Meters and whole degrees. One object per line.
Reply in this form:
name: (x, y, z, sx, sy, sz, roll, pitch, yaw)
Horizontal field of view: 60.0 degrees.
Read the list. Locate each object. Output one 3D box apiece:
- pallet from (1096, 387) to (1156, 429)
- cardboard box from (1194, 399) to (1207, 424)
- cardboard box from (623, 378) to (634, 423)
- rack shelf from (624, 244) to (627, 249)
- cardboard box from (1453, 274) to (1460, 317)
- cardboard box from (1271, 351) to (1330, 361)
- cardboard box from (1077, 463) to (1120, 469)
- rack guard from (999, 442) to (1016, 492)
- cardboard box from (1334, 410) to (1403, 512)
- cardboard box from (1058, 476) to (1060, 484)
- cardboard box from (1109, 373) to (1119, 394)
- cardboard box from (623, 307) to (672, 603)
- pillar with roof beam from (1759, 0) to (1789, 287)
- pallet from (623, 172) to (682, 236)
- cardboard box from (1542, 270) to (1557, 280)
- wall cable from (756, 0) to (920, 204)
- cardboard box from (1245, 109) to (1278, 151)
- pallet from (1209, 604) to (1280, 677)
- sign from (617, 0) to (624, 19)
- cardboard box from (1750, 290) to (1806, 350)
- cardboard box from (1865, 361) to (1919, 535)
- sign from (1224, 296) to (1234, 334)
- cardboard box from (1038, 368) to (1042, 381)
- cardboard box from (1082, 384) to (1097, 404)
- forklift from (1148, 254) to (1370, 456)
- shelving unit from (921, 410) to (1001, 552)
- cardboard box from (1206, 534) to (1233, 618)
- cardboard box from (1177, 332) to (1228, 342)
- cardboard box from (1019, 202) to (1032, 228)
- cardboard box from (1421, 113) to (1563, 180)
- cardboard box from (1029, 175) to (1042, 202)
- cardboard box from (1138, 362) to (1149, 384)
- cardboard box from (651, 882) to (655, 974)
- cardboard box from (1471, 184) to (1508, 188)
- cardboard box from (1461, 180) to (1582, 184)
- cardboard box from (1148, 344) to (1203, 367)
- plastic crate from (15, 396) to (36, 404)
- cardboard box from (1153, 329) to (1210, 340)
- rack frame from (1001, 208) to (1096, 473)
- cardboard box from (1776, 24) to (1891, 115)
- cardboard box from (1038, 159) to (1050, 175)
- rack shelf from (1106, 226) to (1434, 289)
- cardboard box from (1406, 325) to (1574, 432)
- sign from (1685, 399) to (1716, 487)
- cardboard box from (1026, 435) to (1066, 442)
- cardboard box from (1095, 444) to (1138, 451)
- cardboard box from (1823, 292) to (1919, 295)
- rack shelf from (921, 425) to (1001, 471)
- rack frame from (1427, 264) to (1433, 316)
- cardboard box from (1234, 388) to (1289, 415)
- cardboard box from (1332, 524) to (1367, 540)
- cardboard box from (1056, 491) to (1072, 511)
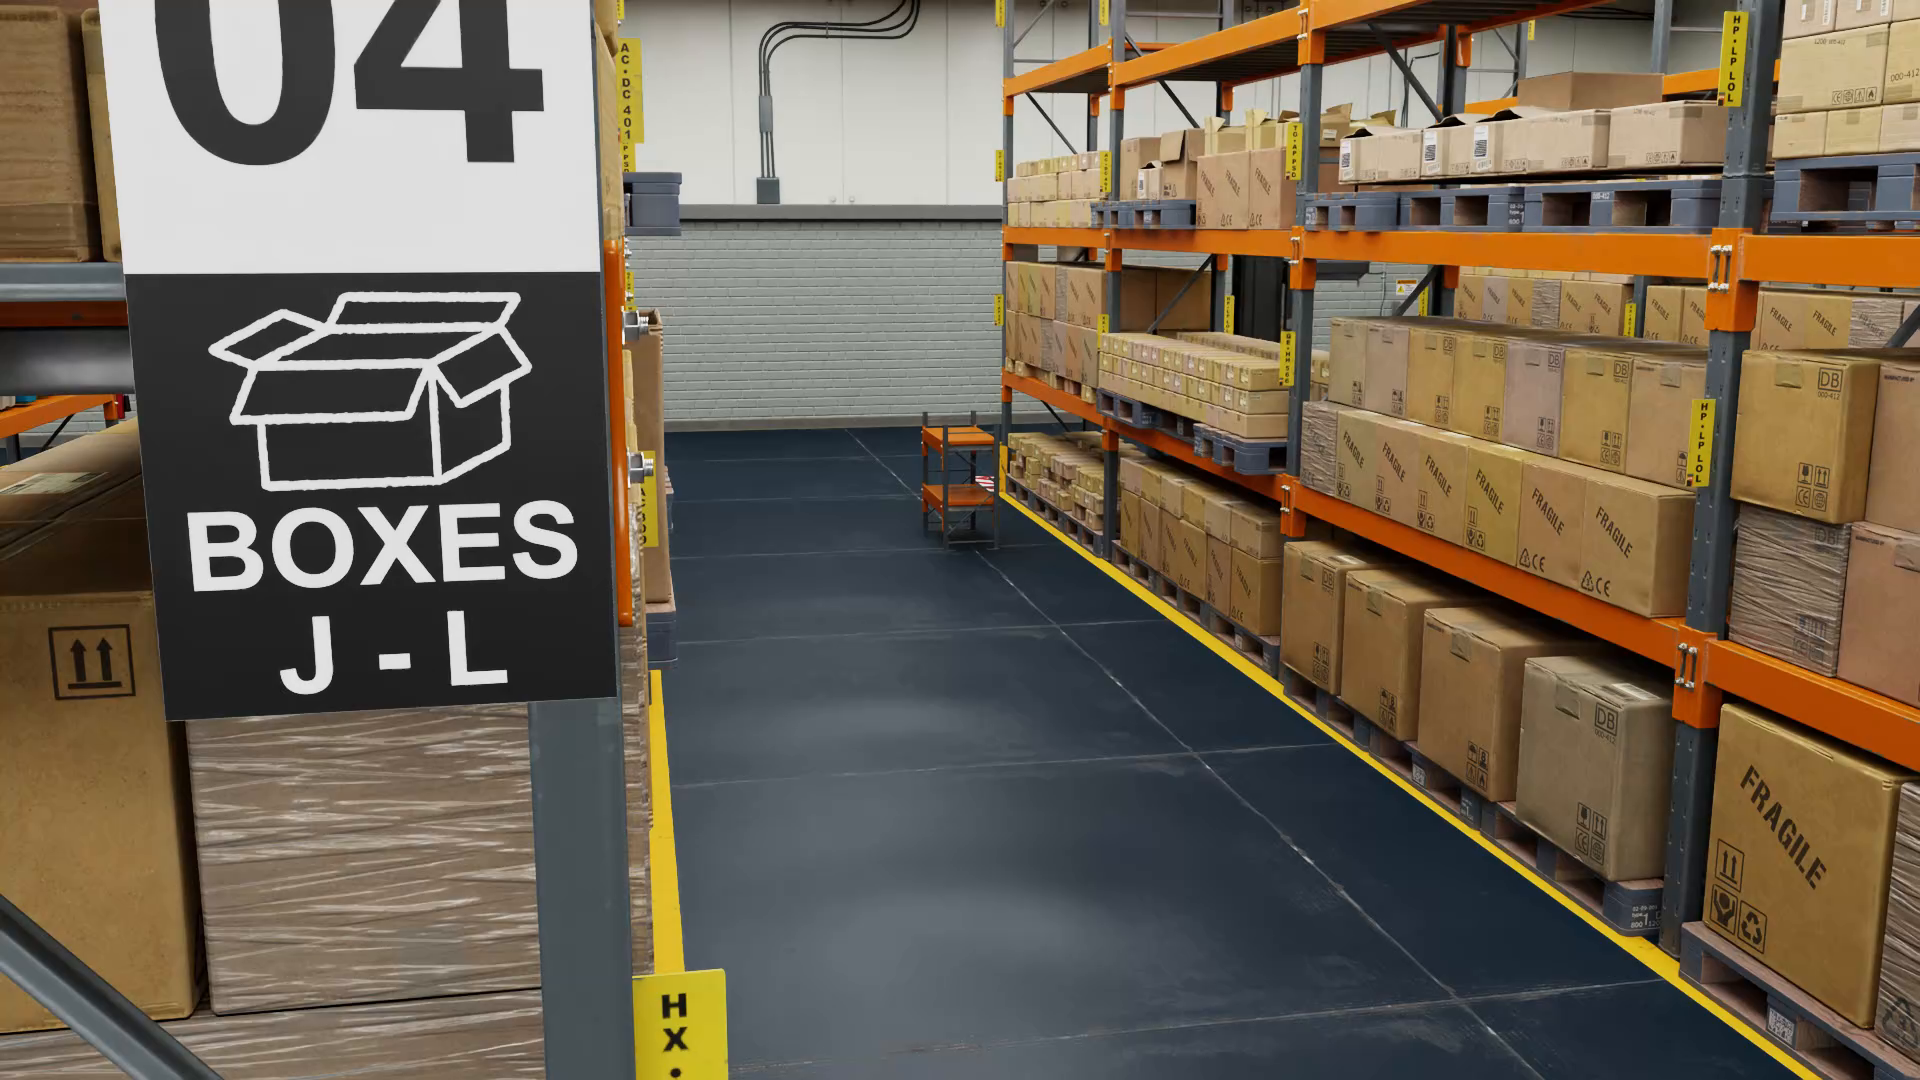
pallet: (1.737, -1.079, 13.358, 1.003, 0.211, 1.213, -2, 11, -11)
cardboard box: (1.820, -0.881, 11.350, 0.380, 0.149, 0.250, -2, 11, -12)
cardboard box: (-1.046, -0.120, 4.070, 0.500, 0.500, 0.500, -2, 11, -11)
rack shelf: (-3.543, -2.644, 14.968, 1.077, 0.370, 4.000, -2, 11, -11)
cardboard box: (5.602, -2.693, 18.382, 0.500, 0.500, 0.500, -2, 11, -12)
cardboard box: (2.405, -1.245, 11.672, 0.380, 0.149, 0.250, -2, 11, -8)
cardboard box: (1.288, -0.614, 15.311, 0.380, 0.149, 0.250, -2, 11, -9)
rack guard: (0.967, -0.811, 18.119, 1.175, 0.500, 0.348, -2, 11, -11)
cardboard box: (2.433, -0.449, 9.267, 0.500, 0.500, 0.500, -2, 11, -12)
cardboard box: (1.159, -0.611, 16.089, 0.380, 0.149, 0.250, -2, 11, -8)
cardboard box: (1.416, -1.262, 13.355, 0.380, 0.149, 0.250, -2, 11, -10)
cardboard box: (-1.616, -0.342, 6.242, 1.000, 1.000, 1.000, -2, 11, -11)
pillar with roof beam: (6.794, -5.750, 21.340, 9.100, 9.000, 0.400, -2, 11, -11)
pallet: (-1.614, -1.188, 5.897, 1.213, 0.211, 1.003, -2, 11, -11)
cardboard box: (6.008, -2.658, 16.464, 0.380, 0.149, 0.250, -2, 11, -12)
wall cable: (-1.651, -7.581, 22.354, 2.277, 5.999, 0.120, -2, 11, -11)
cardboard box: (2.061, -2.642, 10.720, 0.396, 0.266, 0.258, -2, 11, -11)
pallet: (2.358, 0.641, 11.264, 1.003, 0.211, 1.213, -2, 11, -11)
sign: (-3.397, -5.353, 16.542, 0.100, 0.325, 0.005, -2, 11, -11)
cardboard box: (6.591, -1.782, 13.597, 0.500, 0.500, 0.500, -2, 11, -12)
cardboard box: (3.546, -0.290, 5.410, 0.875, 0.550, 0.550, -2, 11, -11)
sign: (2.274, -1.909, 14.105, 0.100, 0.325, 0.005, -2, 11, -11)
cardboard box: (0.998, -1.668, 16.611, 0.380, 0.149, 0.250, -2, 11, -12)
cardboard box: (1.288, -1.283, 14.585, 0.380, 0.149, 0.250, -2, 11, -13)
forklift: (3.404, -1.703, 16.308, 3.031, 2.935, 1.130, 0, 11, 2)
shelving unit: (-0.001, -0.554, 15.098, 0.538, 1.125, 1.048, -2, 11, -11)
cardboard box: (2.027, 0.230, 11.529, 0.500, 0.500, 0.500, -2, 11, -9)
cardboard box: (2.000, -1.628, 13.683, 0.380, 0.149, 0.250, -2, 11, -8)
cardboard box: (0.887, -3.264, 16.702, 0.500, 0.250, 0.500, -2, 11, -9)
cardboard box: (2.631, -1.944, 8.212, 0.500, 0.311, 0.500, -2, 11, -12)
cardboard box: (0.972, -3.419, 16.181, 0.500, 0.250, 0.500, -2, 11, -10)
cardboard box: (1.565, -1.267, 12.585, 0.380, 0.149, 0.250, -2, 11, -9)
cardboard box: (-0.839, 0.828, 3.498, 0.380, 0.149, 0.250, -2, 11, -11)
cardboard box: (5.964, -3.827, 18.270, 0.500, 0.250, 0.500, -3, 11, -16)
cardboard box: (3.006, -2.090, 8.979, 0.500, 0.311, 0.500, -2, 11, -11)
cardboard box: (1.609, -1.368, 12.319, 0.380, 0.149, 0.250, -2, 11, -9)
plastic crate: (-8.140, -1.291, 14.242, 0.416, 0.233, 0.300, -2, 11, -11)
cardboard box: (1.881, -1.614, 14.592, 0.500, 0.500, 0.500, -2, 11, -12)
rack frame: (0.953, -2.053, 17.958, 1.000, 3.000, 0.127, -2, 11, -11)
cardboard box: (3.107, -1.553, 5.528, 0.500, 0.250, 0.500, -2, 11, -11)
cardboard box: (0.964, -3.587, 15.993, 0.380, 0.149, 0.250, -2, 11, -9)
rack shelf: (2.120, -2.072, 11.964, 1.077, 0.370, 4.000, -2, 11, -11)
cardboard box: (2.788, -0.856, 8.731, 0.700, 0.500, 0.500, -2, 11, -12)
sign: (2.756, -0.360, 6.181, 0.100, 0.325, 0.005, -2, 11, -11)
cardboard box: (0.893, -0.996, 17.318, 0.380, 0.149, 0.250, -2, 11, -10)
cardboard box: (1.567, -0.875, 16.680, 0.380, 0.149, 0.250, -2, 11, -9)
cardboard box: (7.202, -1.702, 13.176, 0.500, 0.500, 0.500, -2, 11, -10)
rack shelf: (-0.001, -0.841, 15.043, 0.538, 0.278, 1.000, -2, 11, -11)
rack frame: (5.789, -2.251, 19.002, 1.000, 3.000, 0.127, -2, 11, -11)
cardboard box: (1.966, -0.888, 10.595, 0.380, 0.149, 0.250, -2, 11, -10)
cardboard box: (2.612, -0.067, 11.085, 0.500, 0.250, 0.500, -3, 11, -14)
cardboard box: (1.119, -0.374, 15.641, 0.380, 0.149, 0.250, -2, 11, -11)
